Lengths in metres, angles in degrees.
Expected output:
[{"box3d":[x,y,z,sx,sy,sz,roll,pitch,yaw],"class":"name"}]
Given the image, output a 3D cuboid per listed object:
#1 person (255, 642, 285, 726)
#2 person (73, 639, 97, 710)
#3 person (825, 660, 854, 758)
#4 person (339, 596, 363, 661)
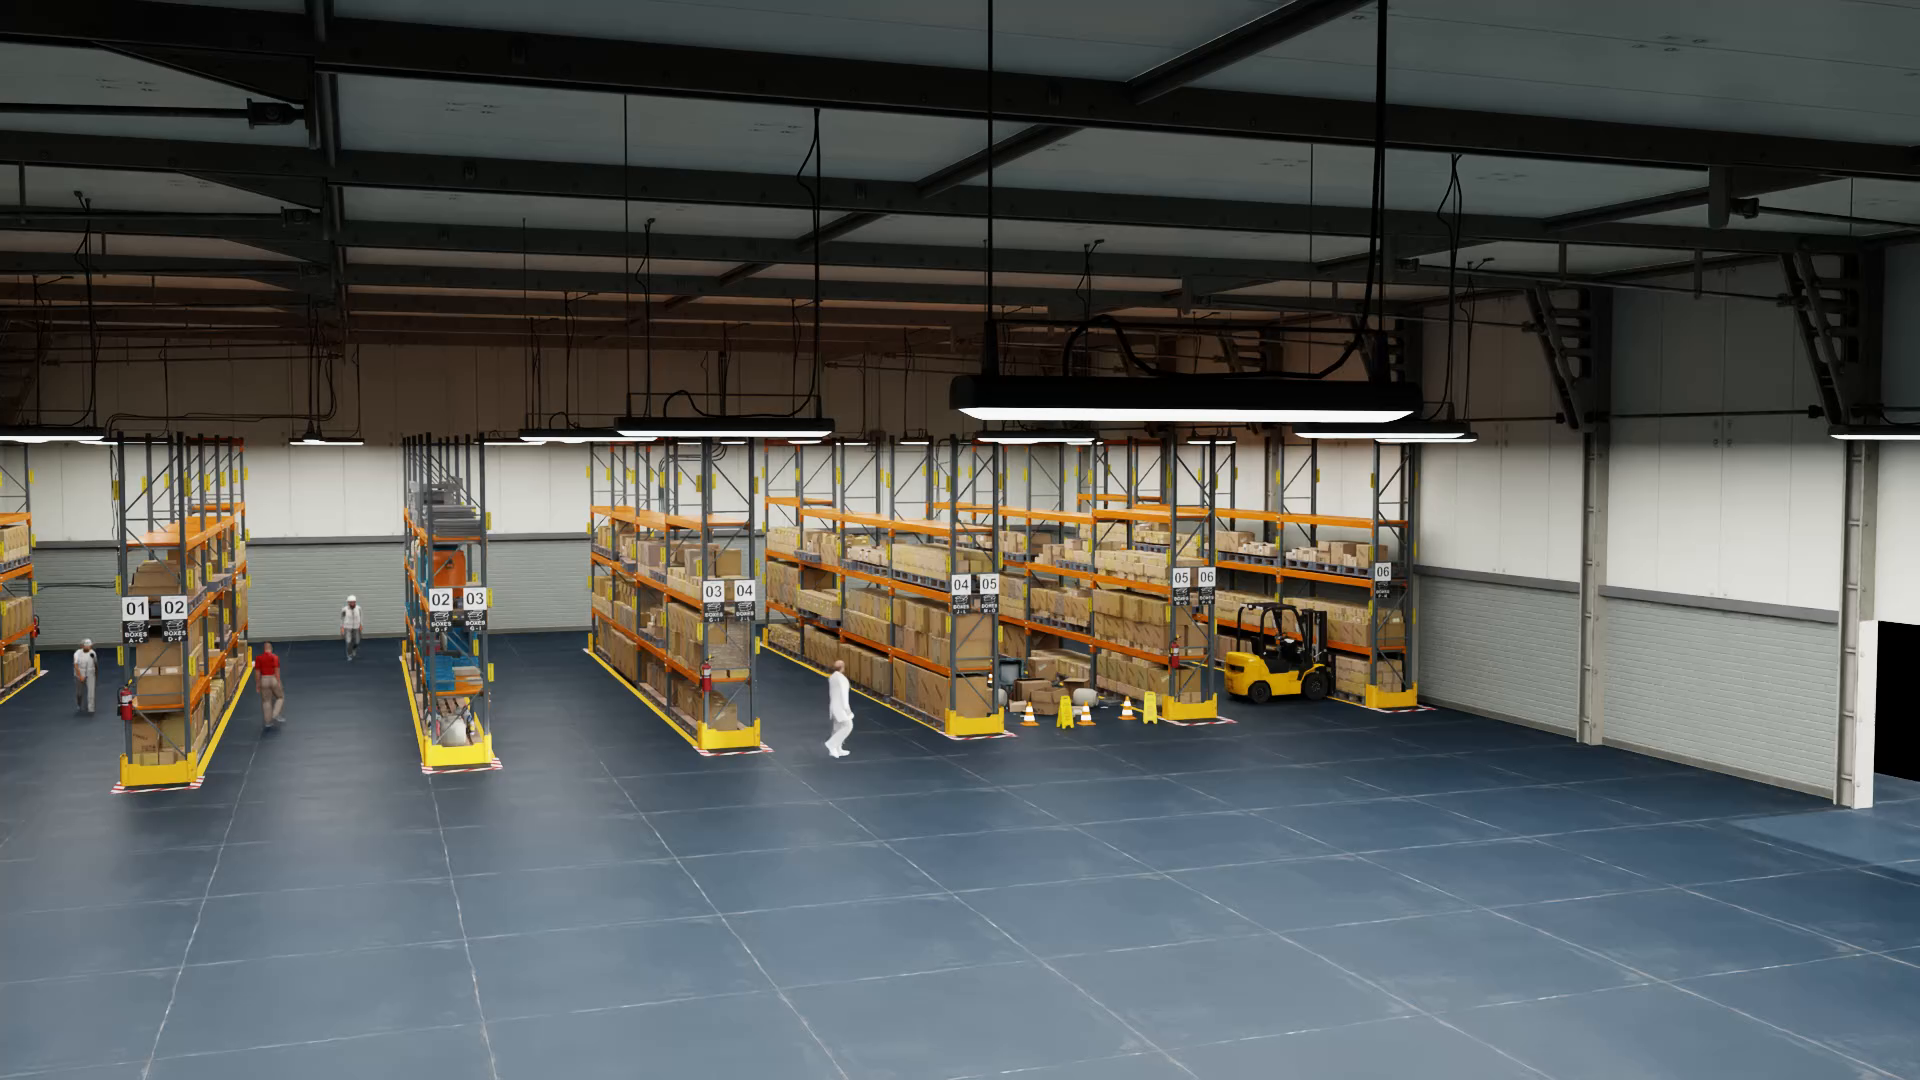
[{"box3d":[-14.183,2.963,34.160,0.598,1.715,0.493,-1,3,-12],"class":"person"},{"box3d":[-18.936,2.902,36.016,0.468,1.529,0.909,-2,4,-34],"class":"person"},{"box3d":[-2.249,3.109,30.715,0.536,1.777,0.603,-1,3,-18],"class":"person"},{"box3d":[-16.458,2.367,44.907,0.623,1.756,0.602,-2,4,-32],"class":"person"}]
